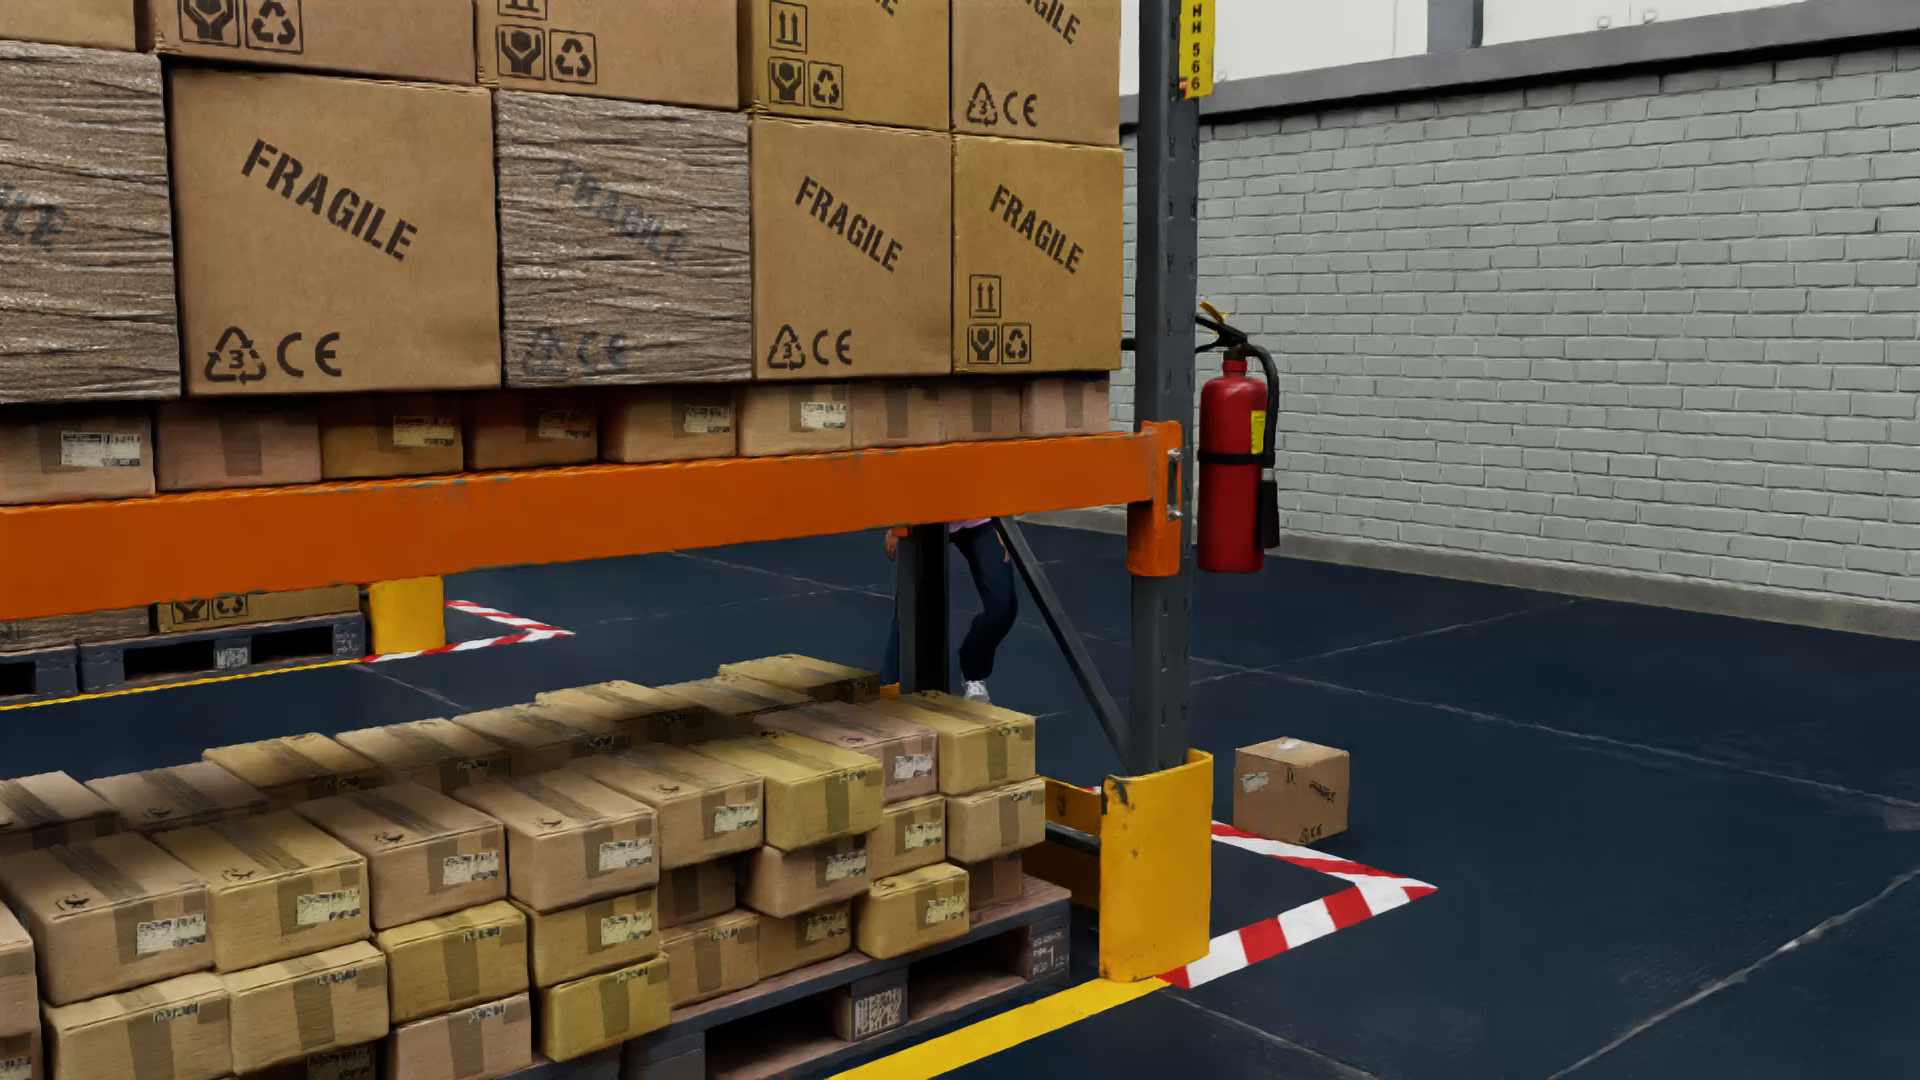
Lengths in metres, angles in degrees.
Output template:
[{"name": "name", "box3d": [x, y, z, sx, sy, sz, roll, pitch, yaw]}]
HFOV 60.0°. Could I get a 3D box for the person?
[{"name": "person", "box3d": [-0.085, 0.013, 6.068, 0.534, 1.479, 0.431, -2, 8, -15]}]
